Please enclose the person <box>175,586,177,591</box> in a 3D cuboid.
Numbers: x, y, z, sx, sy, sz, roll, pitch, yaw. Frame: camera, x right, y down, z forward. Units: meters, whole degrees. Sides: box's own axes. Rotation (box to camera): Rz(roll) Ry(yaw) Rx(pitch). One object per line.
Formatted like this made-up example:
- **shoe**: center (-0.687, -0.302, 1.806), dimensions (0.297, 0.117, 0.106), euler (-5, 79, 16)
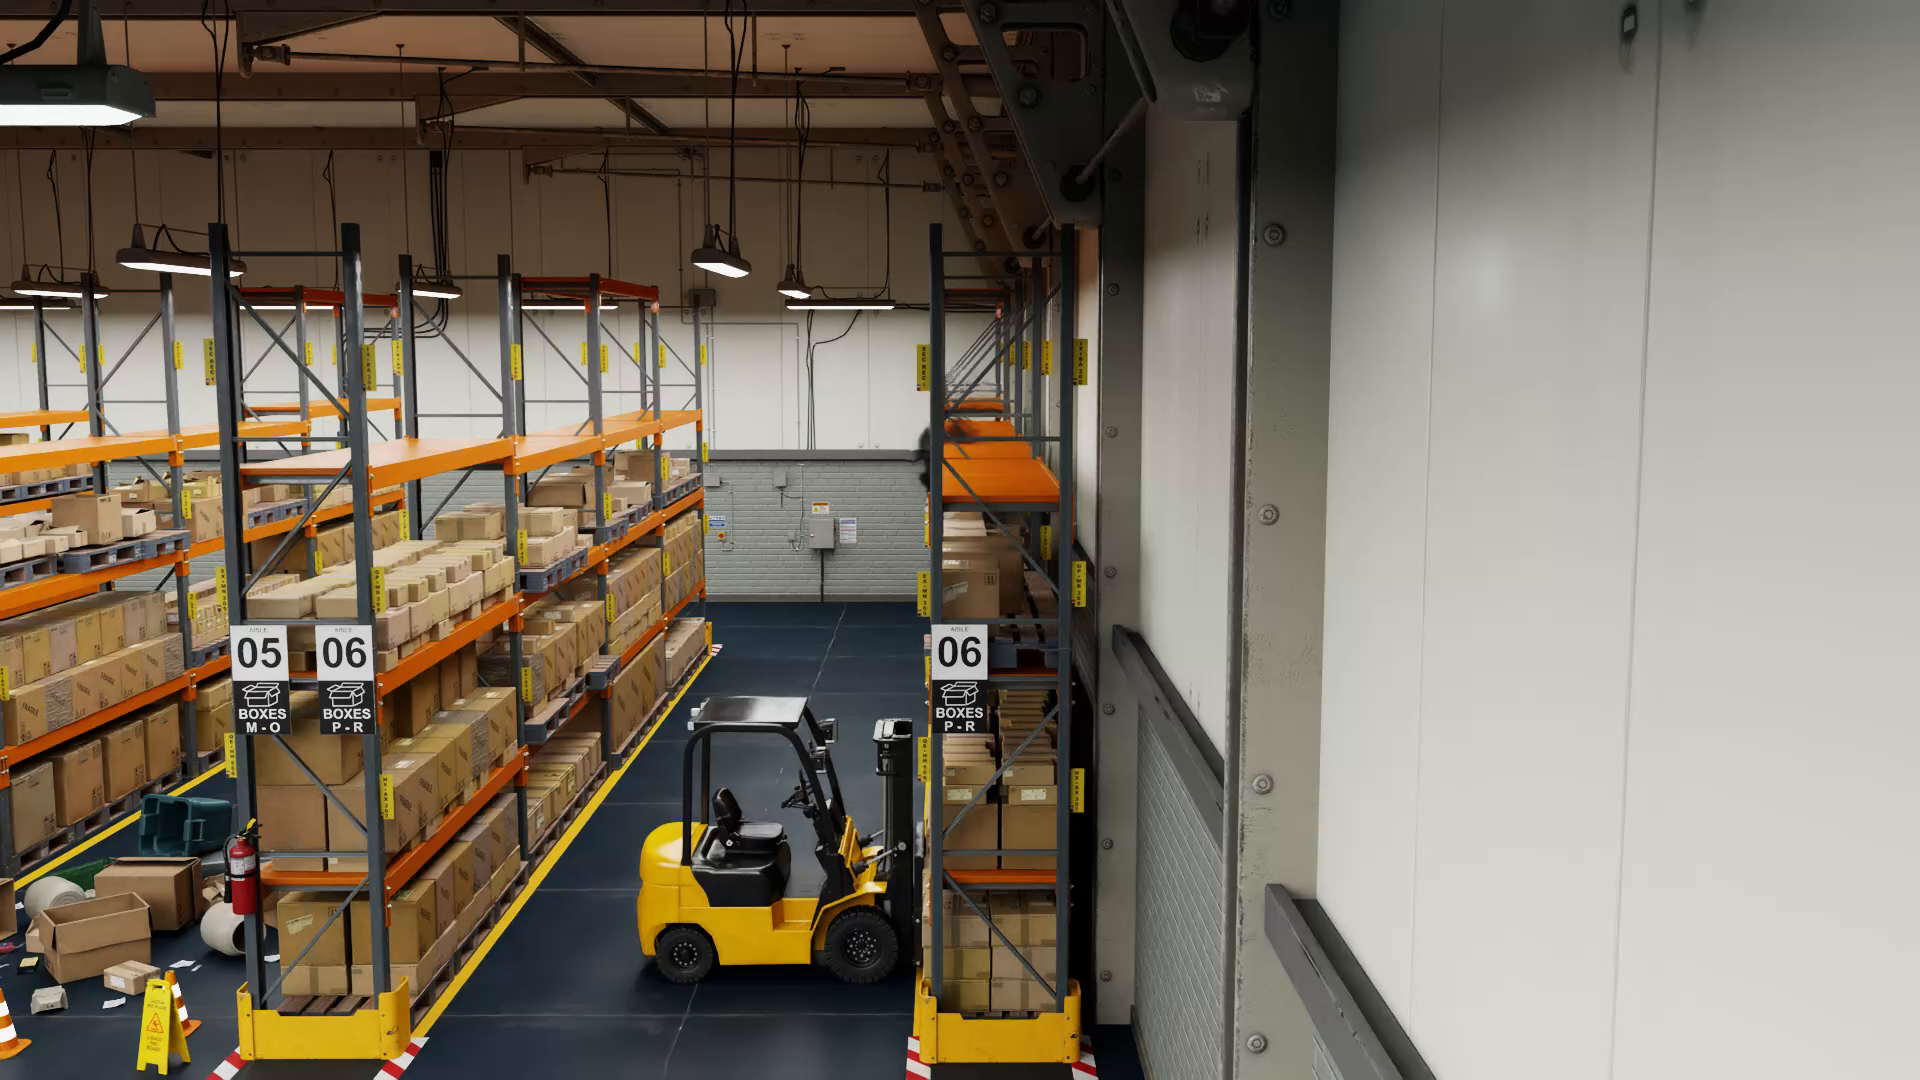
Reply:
- **person**: center (-11.410, 1.467, 24.433), dimensions (0.584, 1.645, 0.973), euler (0, 7, -2)
